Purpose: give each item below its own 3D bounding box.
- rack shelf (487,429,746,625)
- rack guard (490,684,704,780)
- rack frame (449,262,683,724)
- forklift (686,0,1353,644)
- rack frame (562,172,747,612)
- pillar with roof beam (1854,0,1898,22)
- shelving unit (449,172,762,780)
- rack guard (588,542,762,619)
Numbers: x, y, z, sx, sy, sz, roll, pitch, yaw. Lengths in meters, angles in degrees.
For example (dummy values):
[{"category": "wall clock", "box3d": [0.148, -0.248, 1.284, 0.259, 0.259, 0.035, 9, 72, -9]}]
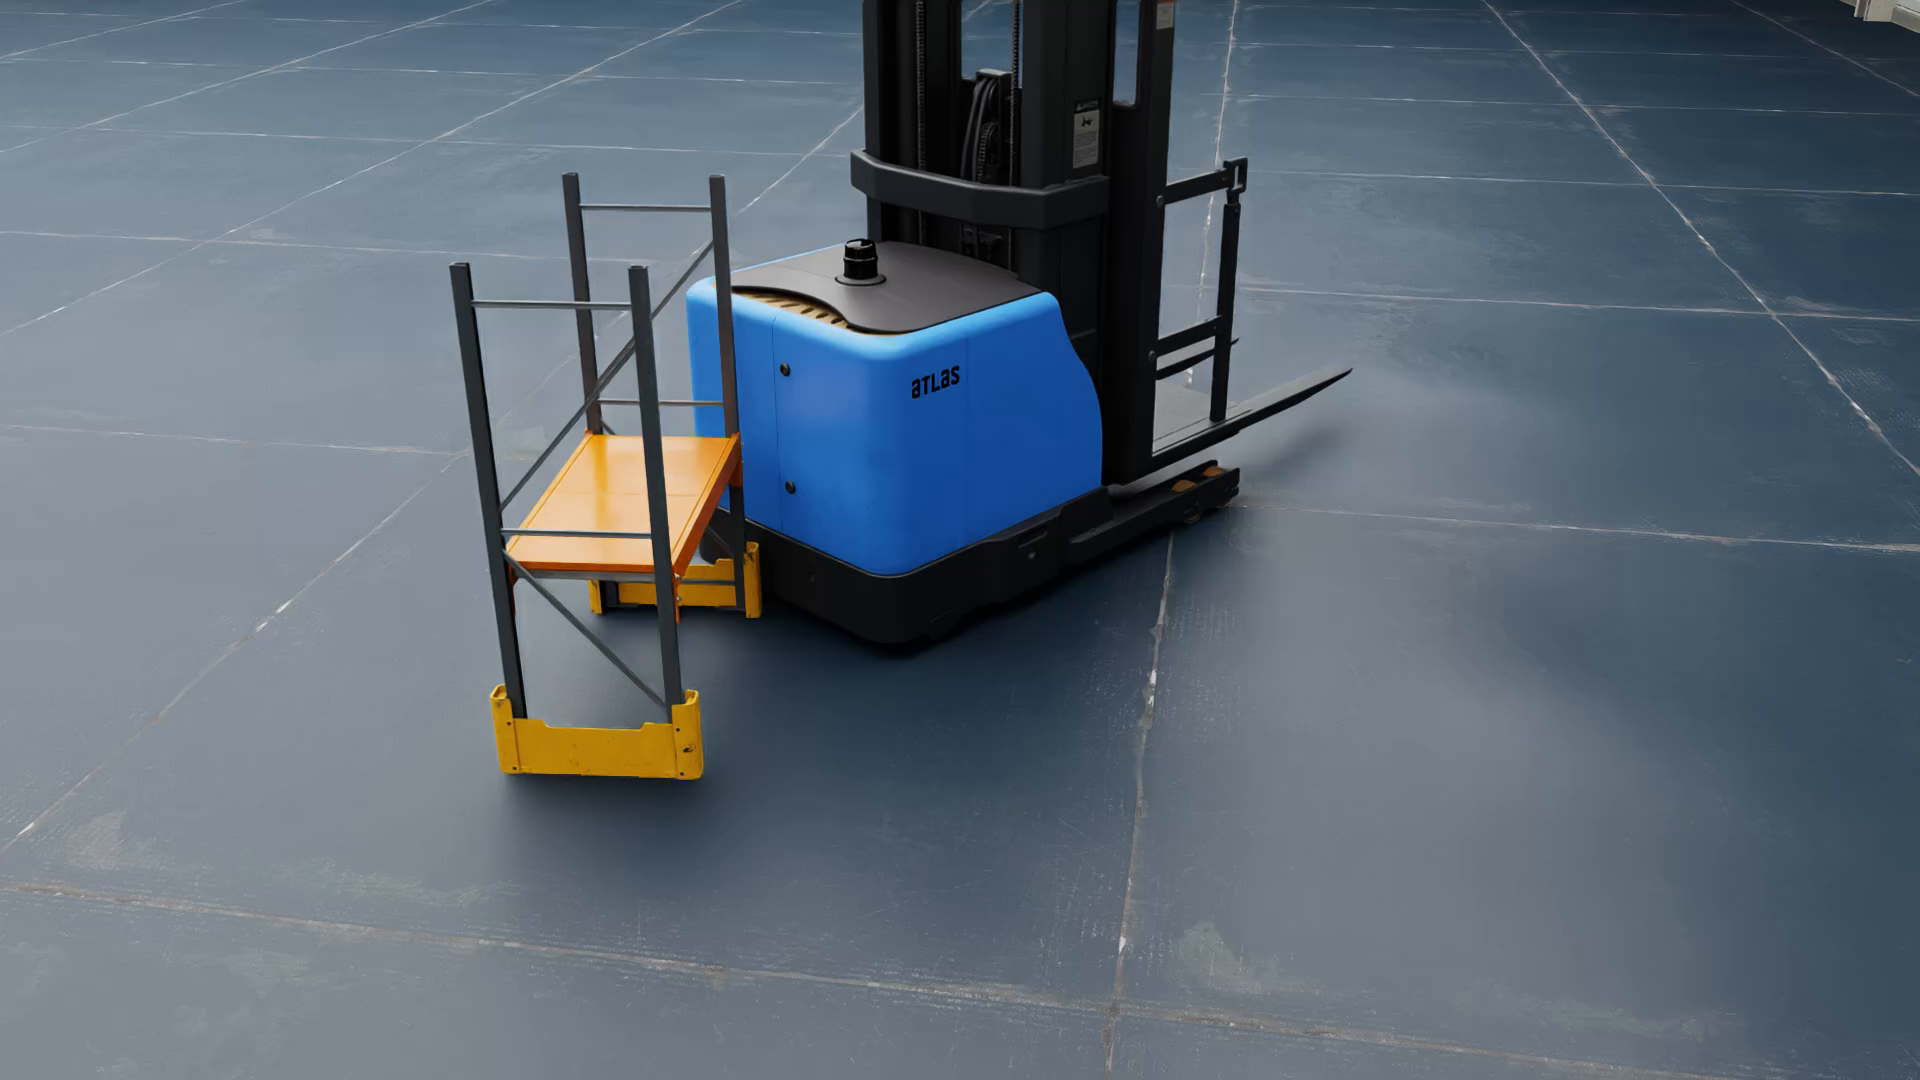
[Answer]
[{"category": "rack shelf", "box3d": [-1.006, -0.066, 5.046, 0.538, 0.185, 1.000, 2, 25, 3]}, {"category": "rack guard", "box3d": [-1.038, 0.552, 4.776, 0.587, 0.250, 0.087, 2, 25, 3]}, {"category": "rack frame", "box3d": [-1.038, -0.014, 4.510, 0.500, 1.500, 0.032, 2, 25, 3]}, {"category": "forklift", "box3d": [0.449, -1.525, 6.051, 1.130, 2.935, 3.031, 22, 33, 39]}, {"category": "rack frame", "box3d": [-0.974, -0.444, 5.429, 0.500, 1.500, 0.032, 2, 25, 3]}, {"category": "pillar with roof beam", "box3d": [6.144, -10.301, 17.641, 9.100, 9.000, 0.400, 4, 25, 9]}, {"category": "shelving unit", "box3d": [-1.007, -0.225, 4.961, 0.587, 1.500, 1.083, 2, 25, 3]}, {"category": "rack guard", "box3d": [-0.975, 0.130, 5.677, 0.587, 0.250, 0.087, 2, 25, 3]}]
